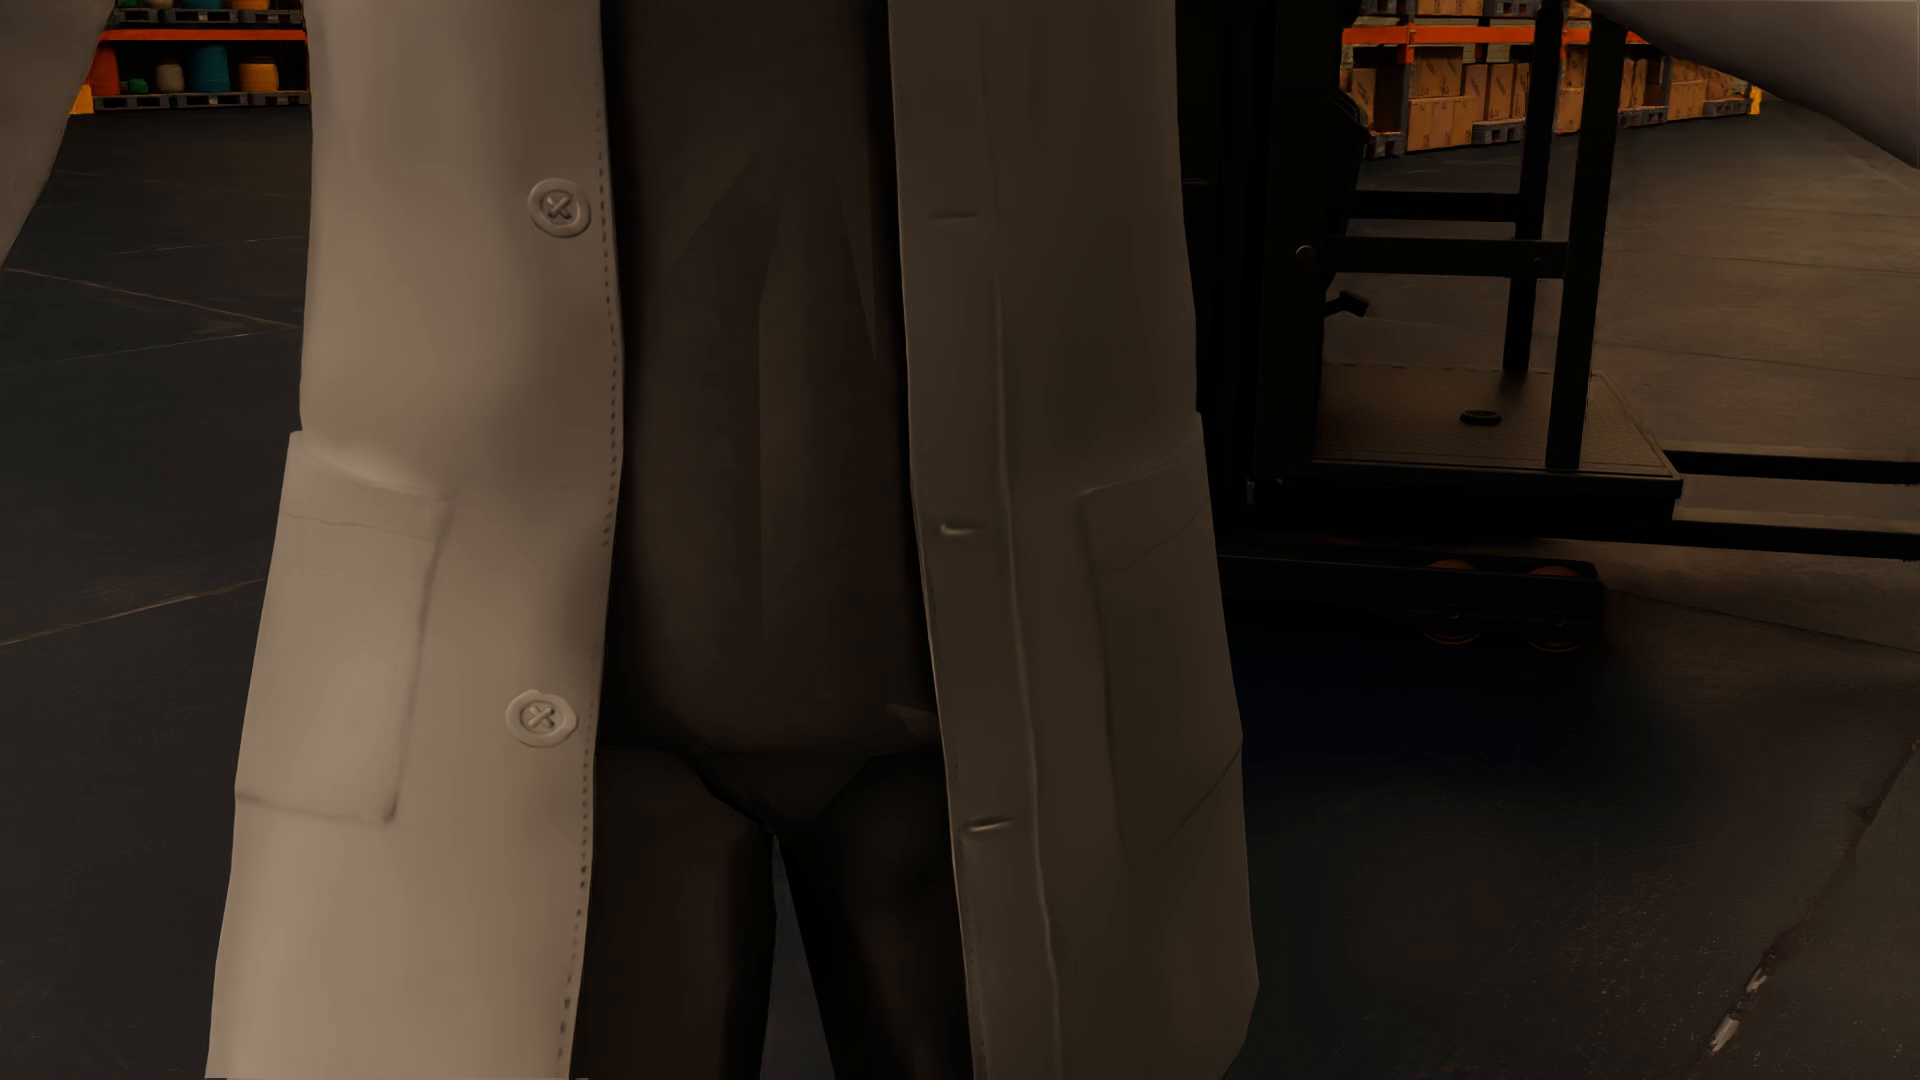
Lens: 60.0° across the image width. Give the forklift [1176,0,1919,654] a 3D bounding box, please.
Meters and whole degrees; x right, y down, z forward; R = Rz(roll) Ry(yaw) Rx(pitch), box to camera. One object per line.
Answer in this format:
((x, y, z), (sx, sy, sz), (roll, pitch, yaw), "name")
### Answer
((0.993, -1.352, 3.351), (3.031, 2.935, 1.130), (4, 17, 12), "forklift")
